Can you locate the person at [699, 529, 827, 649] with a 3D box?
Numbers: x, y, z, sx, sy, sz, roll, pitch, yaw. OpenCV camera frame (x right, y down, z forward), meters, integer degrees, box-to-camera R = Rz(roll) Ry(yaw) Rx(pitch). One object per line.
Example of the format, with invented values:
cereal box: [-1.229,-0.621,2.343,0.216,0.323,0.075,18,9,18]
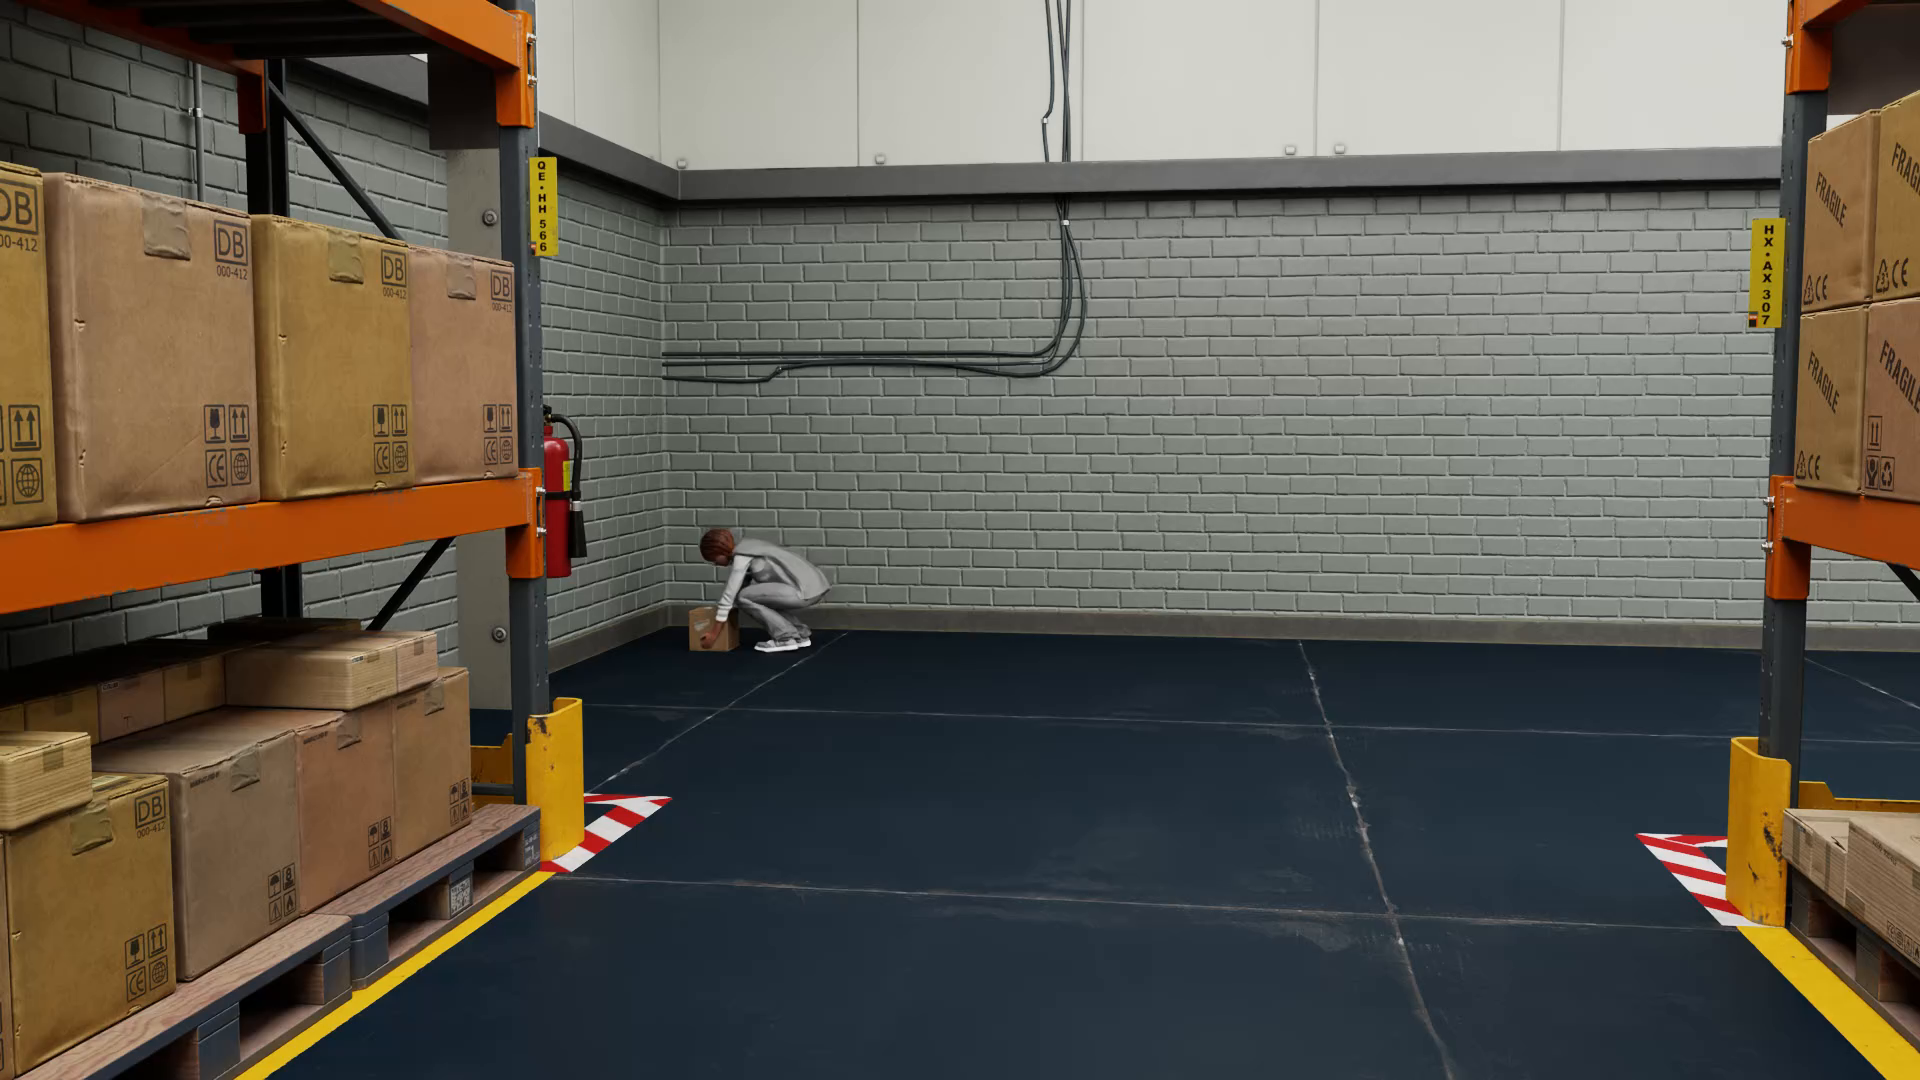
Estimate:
person: [-1.231,0.315,10.422,0.791,0.768,0.392,1,5,9]
